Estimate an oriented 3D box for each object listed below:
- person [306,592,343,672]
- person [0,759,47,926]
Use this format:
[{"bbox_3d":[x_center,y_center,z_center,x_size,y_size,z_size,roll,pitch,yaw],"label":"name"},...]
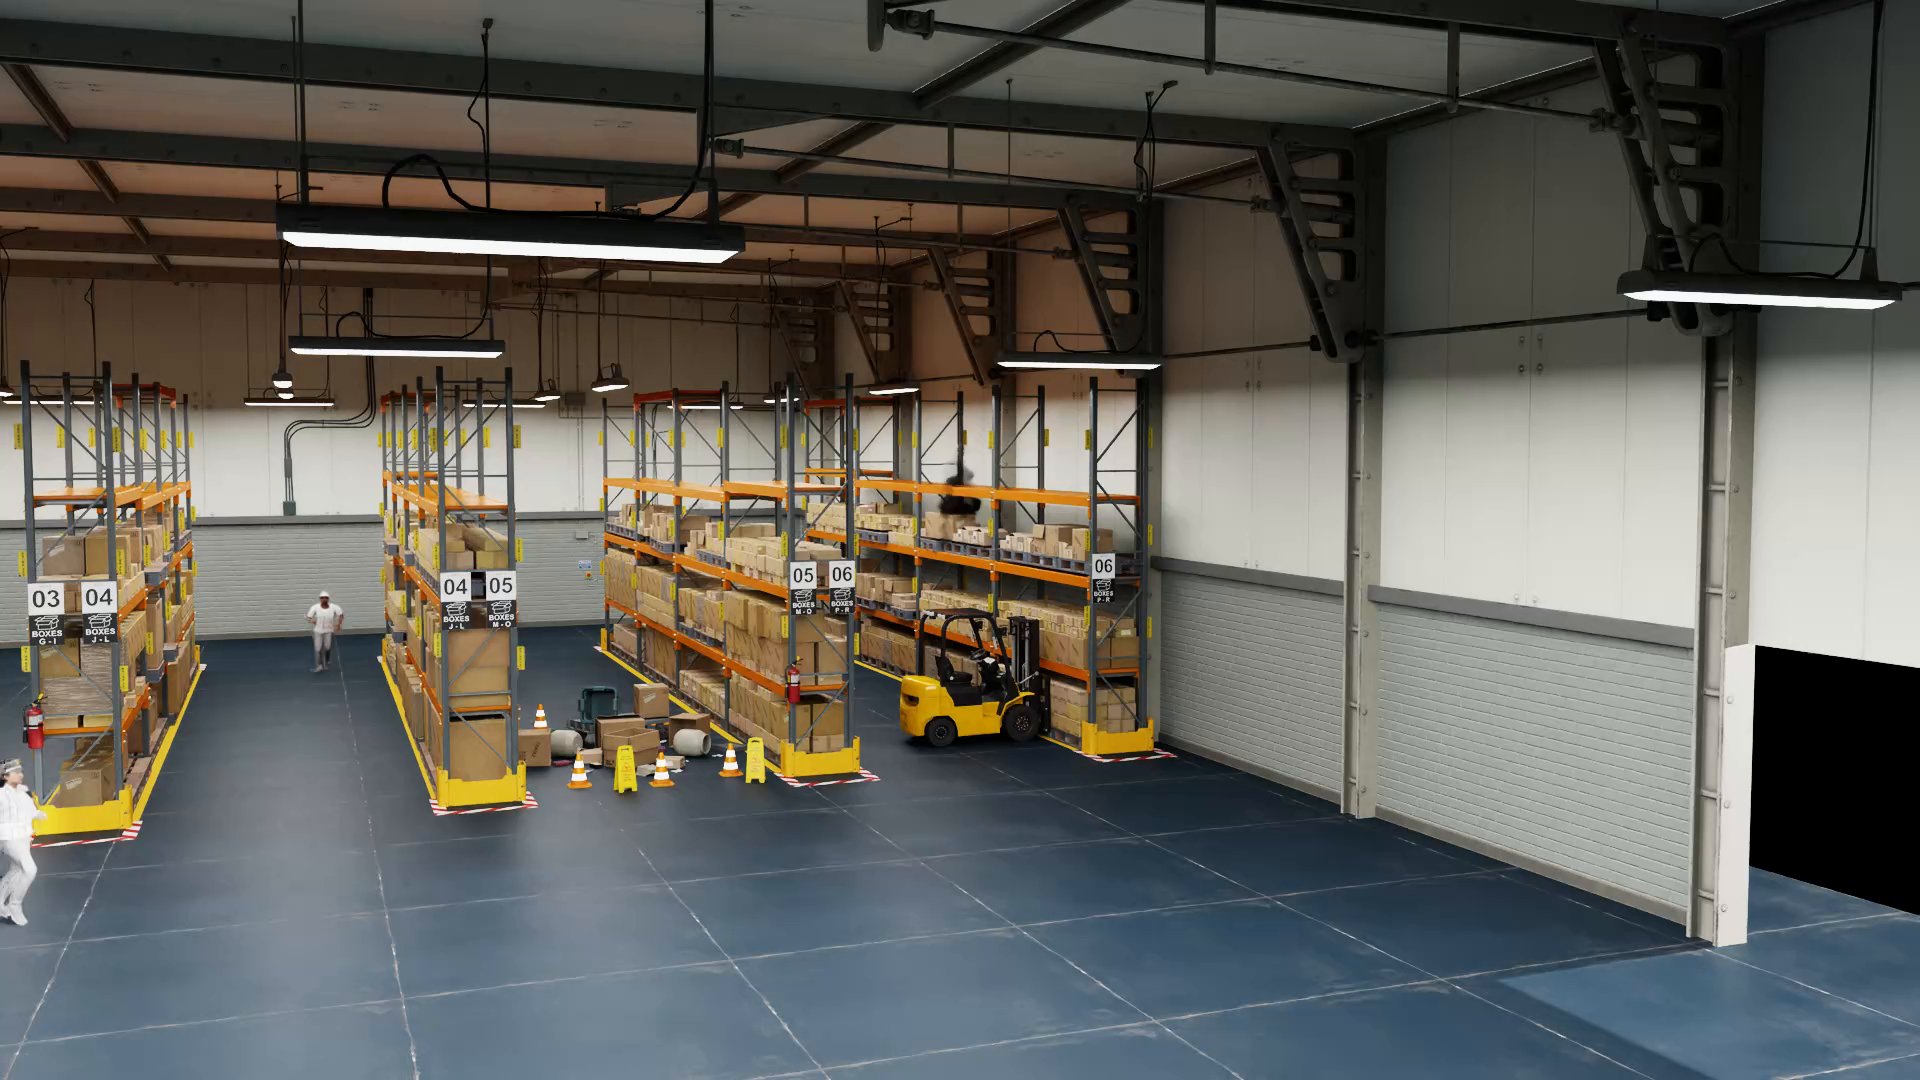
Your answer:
[{"bbox_3d":[-13.692,1.982,35.821,0.736,1.736,0.644,-1,4,-15],"label":"person"},{"bbox_3d":[-9.787,3.123,17.230,0.701,1.723,0.579,0,3,5],"label":"person"}]
